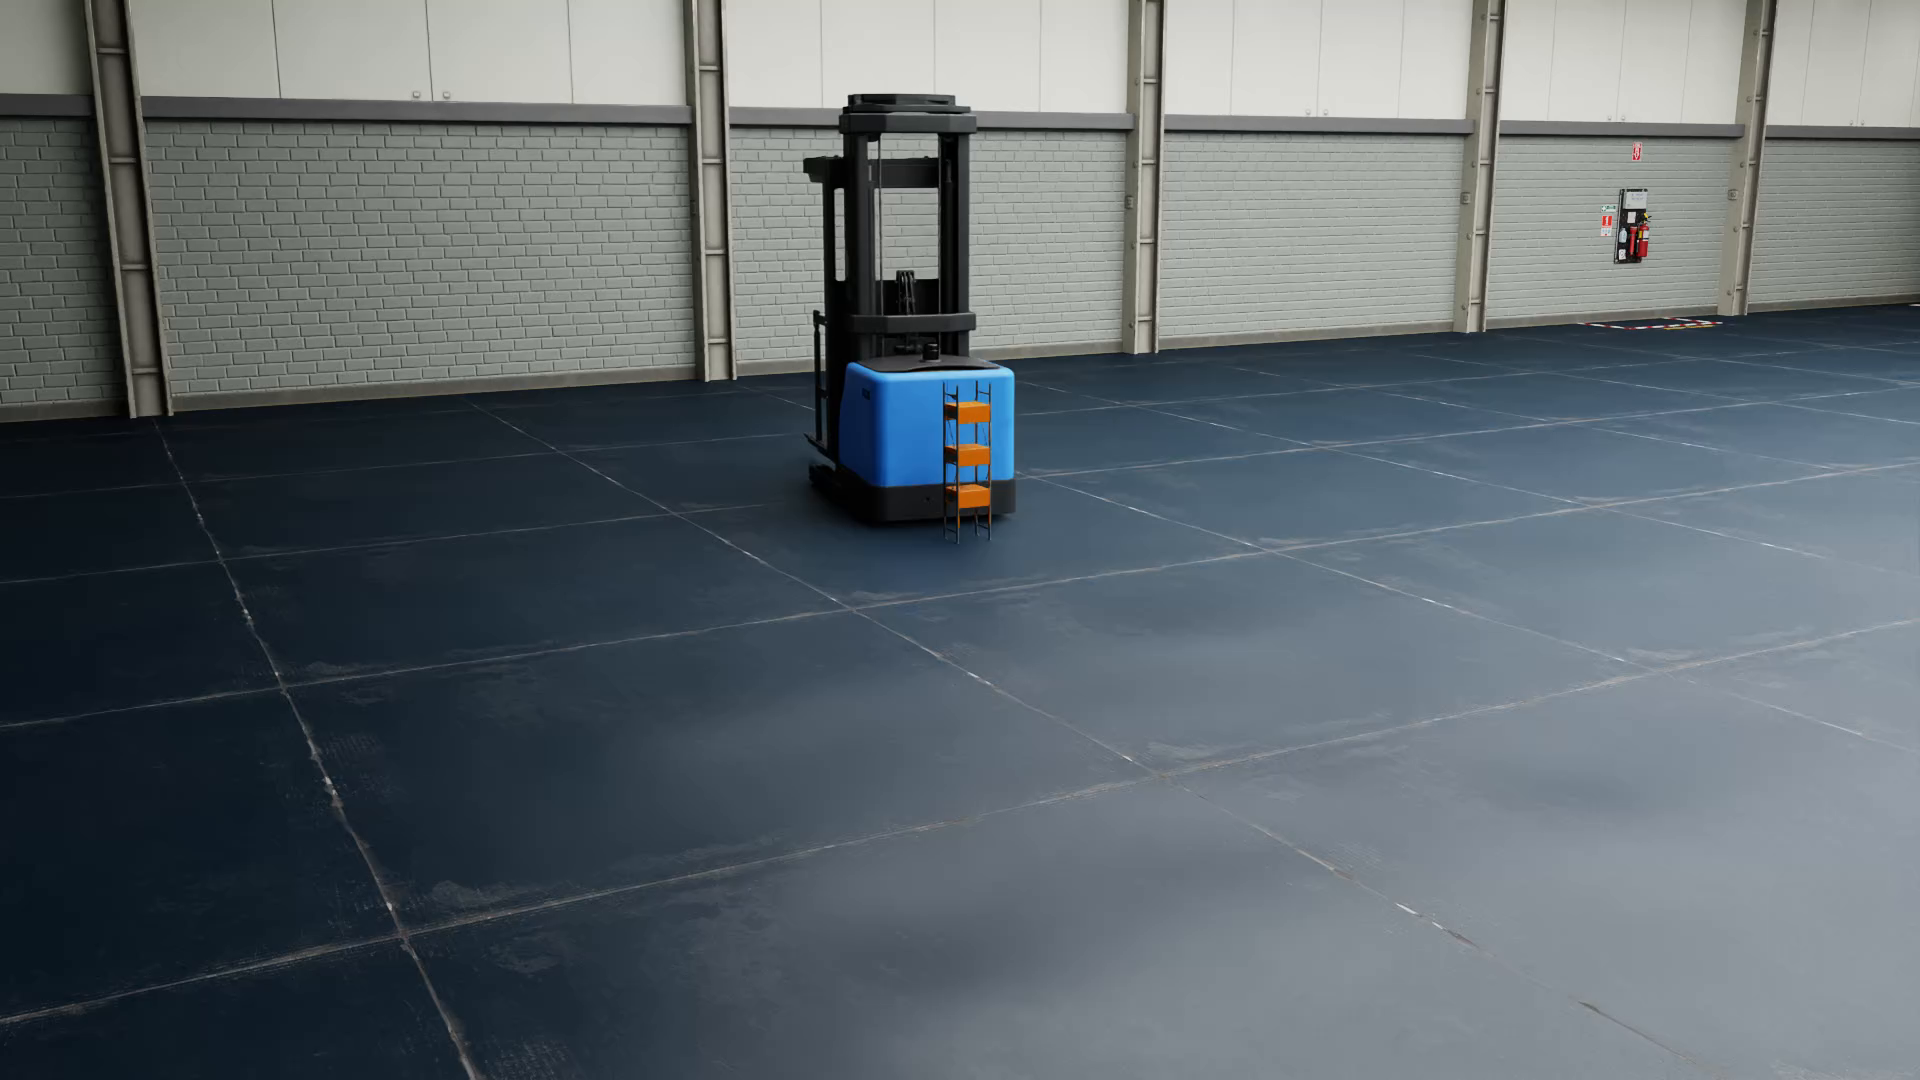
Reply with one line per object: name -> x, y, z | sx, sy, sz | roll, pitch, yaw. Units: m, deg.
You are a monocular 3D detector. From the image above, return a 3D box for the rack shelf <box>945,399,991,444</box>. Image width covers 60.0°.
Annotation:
rack shelf -> 0.047, -0.784, 10.959 | 0.240, 0.259, 0.215 | -7, 14, -28

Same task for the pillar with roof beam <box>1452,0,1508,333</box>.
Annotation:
pillar with roof beam -> 9.740, -6.710, 20.430 | 0.400, 9.000, 9.100 | -7, 14, -28

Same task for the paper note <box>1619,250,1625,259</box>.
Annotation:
paper note -> 10.568, -4.557, 26.530 | 0.142, 0.148, 0.016 | -7, 14, -28

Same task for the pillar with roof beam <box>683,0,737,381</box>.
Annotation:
pillar with roof beam -> -0.793, -5.448, 14.821 | 0.400, 9.000, 9.100 | -7, 14, -28

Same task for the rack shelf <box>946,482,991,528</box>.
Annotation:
rack shelf -> 0.047, -0.236, 11.082 | 0.240, 0.259, 0.215 | -7, 14, -28

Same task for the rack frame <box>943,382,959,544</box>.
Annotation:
rack frame -> -0.060, -0.505, 10.962 | 0.008, 1.050, 0.200 | -7, 14, -28

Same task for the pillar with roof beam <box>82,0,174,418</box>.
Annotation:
pillar with roof beam -> -6.059, -4.817, 12.016 | 0.400, 9.000, 9.100 | -7, 14, -28

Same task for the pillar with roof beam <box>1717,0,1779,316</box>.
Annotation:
pillar with roof beam -> 15.007, -7.341, 23.235 | 0.400, 9.000, 9.100 | -7, 14, -28

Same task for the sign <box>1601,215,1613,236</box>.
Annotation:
sign -> 10.222, -4.971, 26.283 | 0.234, 0.329, 0.001 | -7, 14, -28

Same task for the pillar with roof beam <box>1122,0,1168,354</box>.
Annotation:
pillar with roof beam -> 4.474, -6.079, 17.625 | 0.400, 9.000, 9.100 | -7, 14, -28

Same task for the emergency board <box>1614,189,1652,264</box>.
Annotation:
emergency board -> 10.757, -4.992, 26.457 | 0.643, 1.169, 0.194 | -7, 14, -28

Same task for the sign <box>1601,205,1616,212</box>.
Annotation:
sign -> 10.230, -5.228, 26.220 | 0.331, 0.109, 0.001 | -7, 14, -28

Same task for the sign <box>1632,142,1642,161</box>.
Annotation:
sign -> 10.702, -6.141, 26.284 | 0.199, 0.298, 0.001 | -7, 14, -28

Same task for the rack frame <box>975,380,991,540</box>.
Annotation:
rack frame -> 0.154, -0.531, 11.076 | 0.008, 1.050, 0.200 | -7, 14, -28

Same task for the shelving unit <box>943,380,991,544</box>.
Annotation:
shelving unit -> 0.047, -0.518, 11.019 | 0.252, 1.050, 0.215 | -7, 14, -28

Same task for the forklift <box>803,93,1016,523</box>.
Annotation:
forklift -> -0.542, -1.831, 12.570 | 1.130, 2.935, 3.031 | -4, 13, -17

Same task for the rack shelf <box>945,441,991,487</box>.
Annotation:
rack shelf -> 0.047, -0.507, 11.021 | 0.240, 0.259, 0.215 | -7, 14, -28
